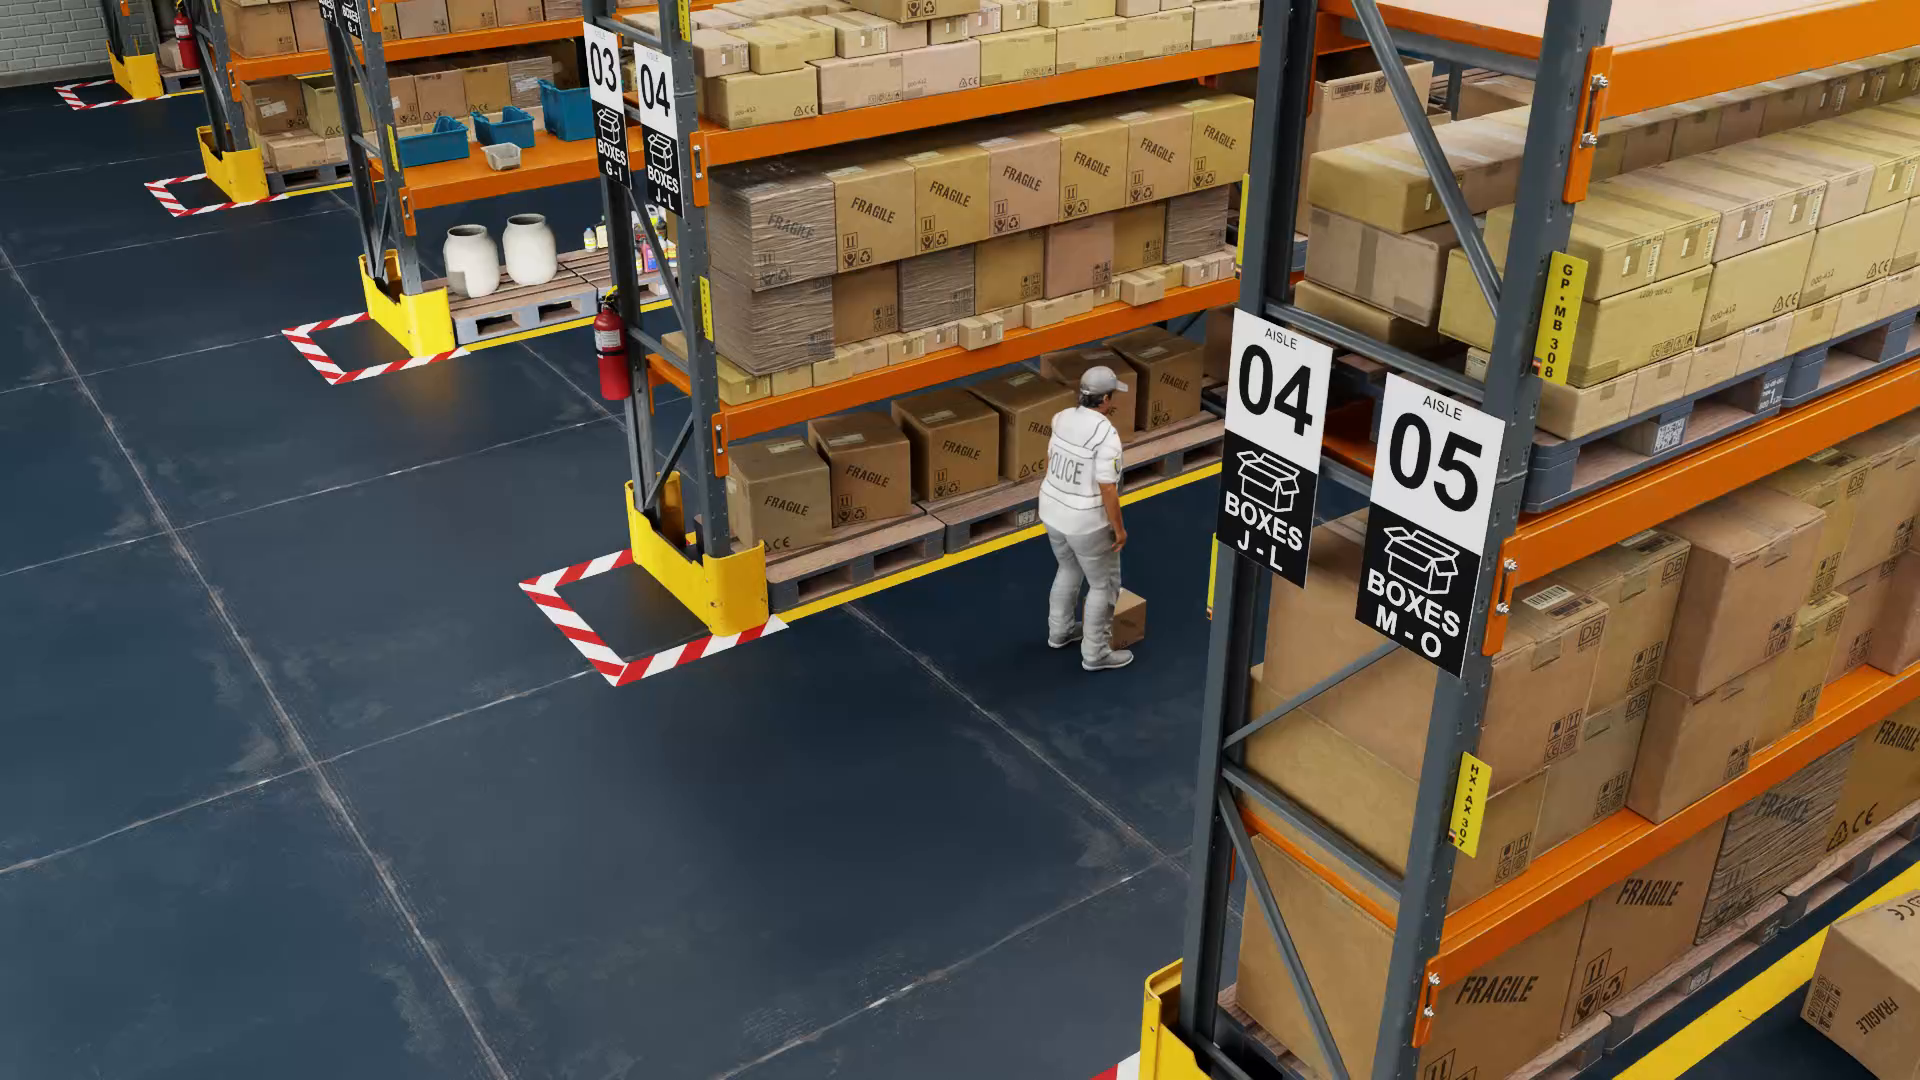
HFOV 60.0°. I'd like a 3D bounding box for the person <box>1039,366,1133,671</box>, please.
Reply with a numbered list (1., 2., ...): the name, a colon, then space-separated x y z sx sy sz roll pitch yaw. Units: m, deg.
1. person: 0.685 -0.122 8.840 0.470 1.666 0.554 -20 34 -32
